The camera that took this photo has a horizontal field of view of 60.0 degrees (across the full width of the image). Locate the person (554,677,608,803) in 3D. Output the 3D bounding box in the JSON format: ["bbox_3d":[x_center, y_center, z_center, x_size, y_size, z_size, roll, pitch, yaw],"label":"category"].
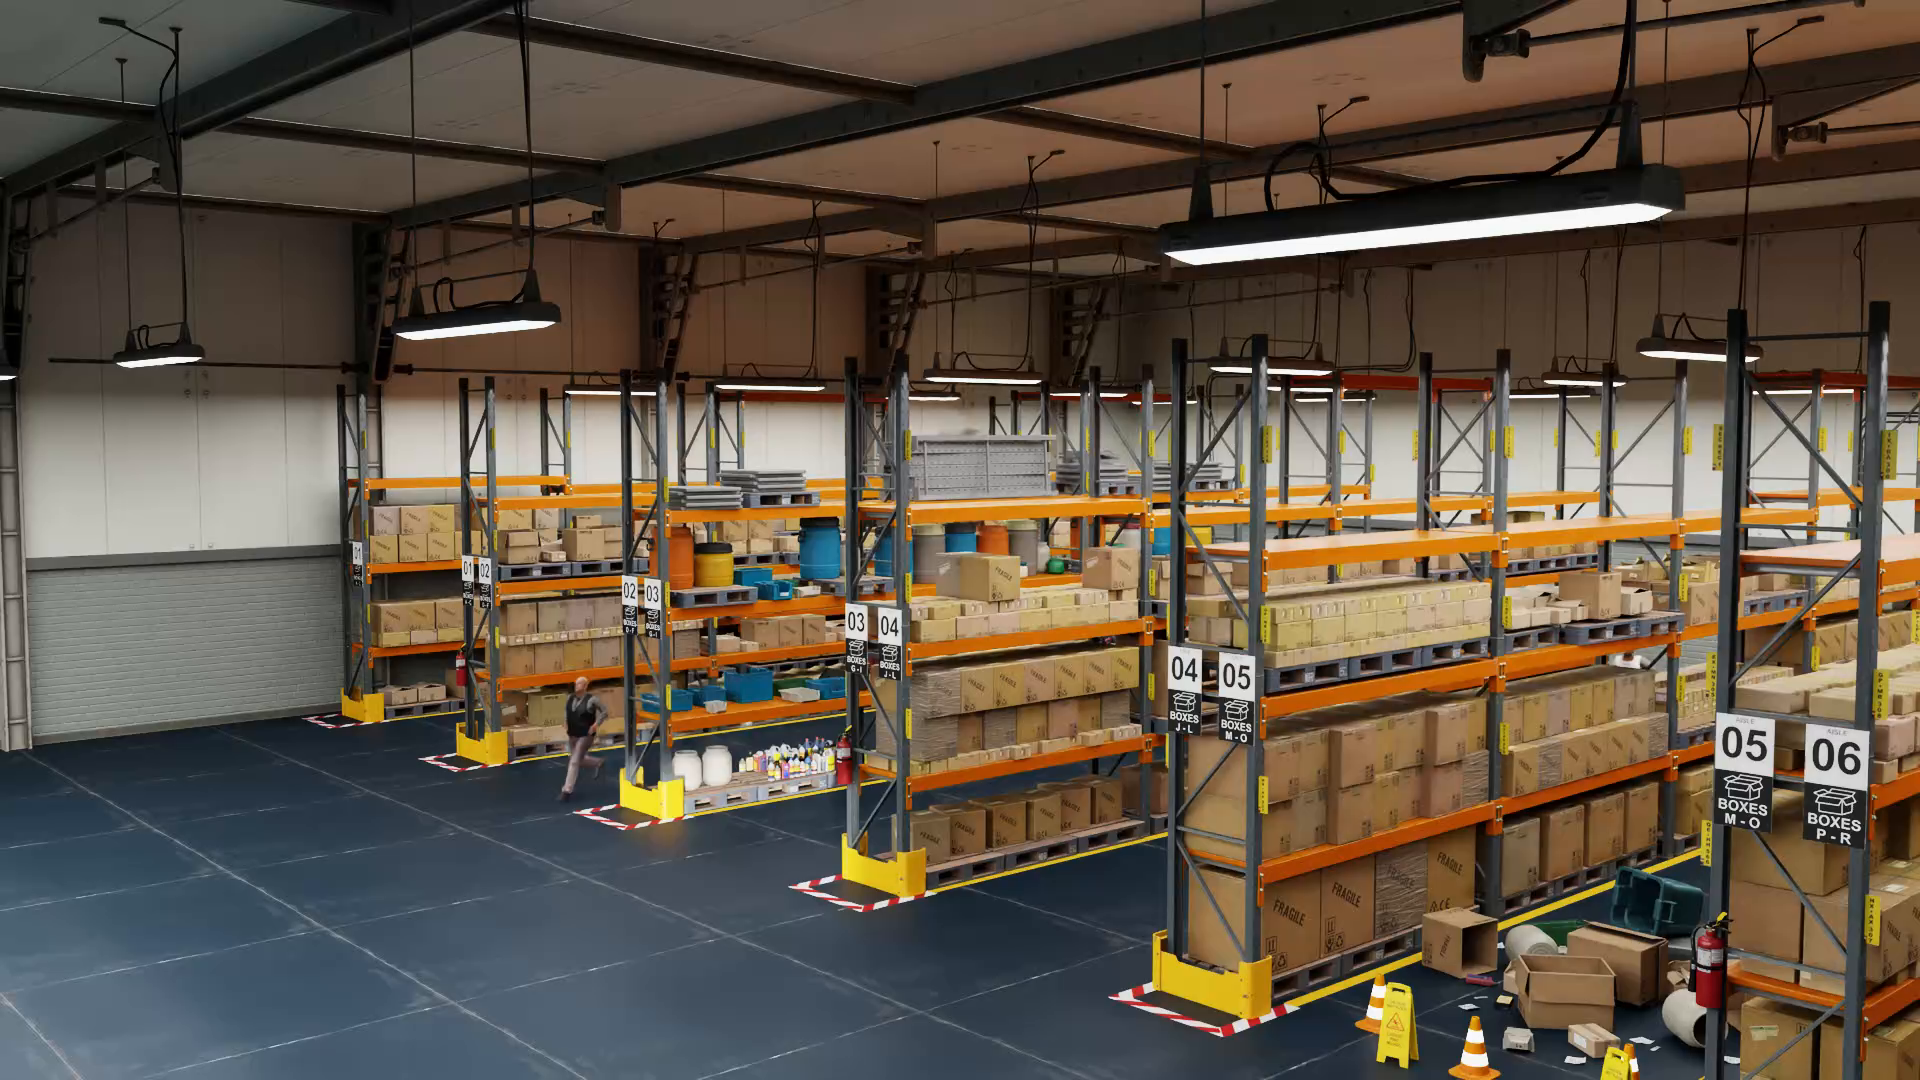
[{"bbox_3d":[-5.348,2.782,23.523,0.653,1.714,1.091,2,4,31],"label":"person"}]

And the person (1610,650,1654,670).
[{"bbox_3d":[10.786,2.512,26.874,0.667,1.829,0.715,4,5,44],"label":"person"}]
